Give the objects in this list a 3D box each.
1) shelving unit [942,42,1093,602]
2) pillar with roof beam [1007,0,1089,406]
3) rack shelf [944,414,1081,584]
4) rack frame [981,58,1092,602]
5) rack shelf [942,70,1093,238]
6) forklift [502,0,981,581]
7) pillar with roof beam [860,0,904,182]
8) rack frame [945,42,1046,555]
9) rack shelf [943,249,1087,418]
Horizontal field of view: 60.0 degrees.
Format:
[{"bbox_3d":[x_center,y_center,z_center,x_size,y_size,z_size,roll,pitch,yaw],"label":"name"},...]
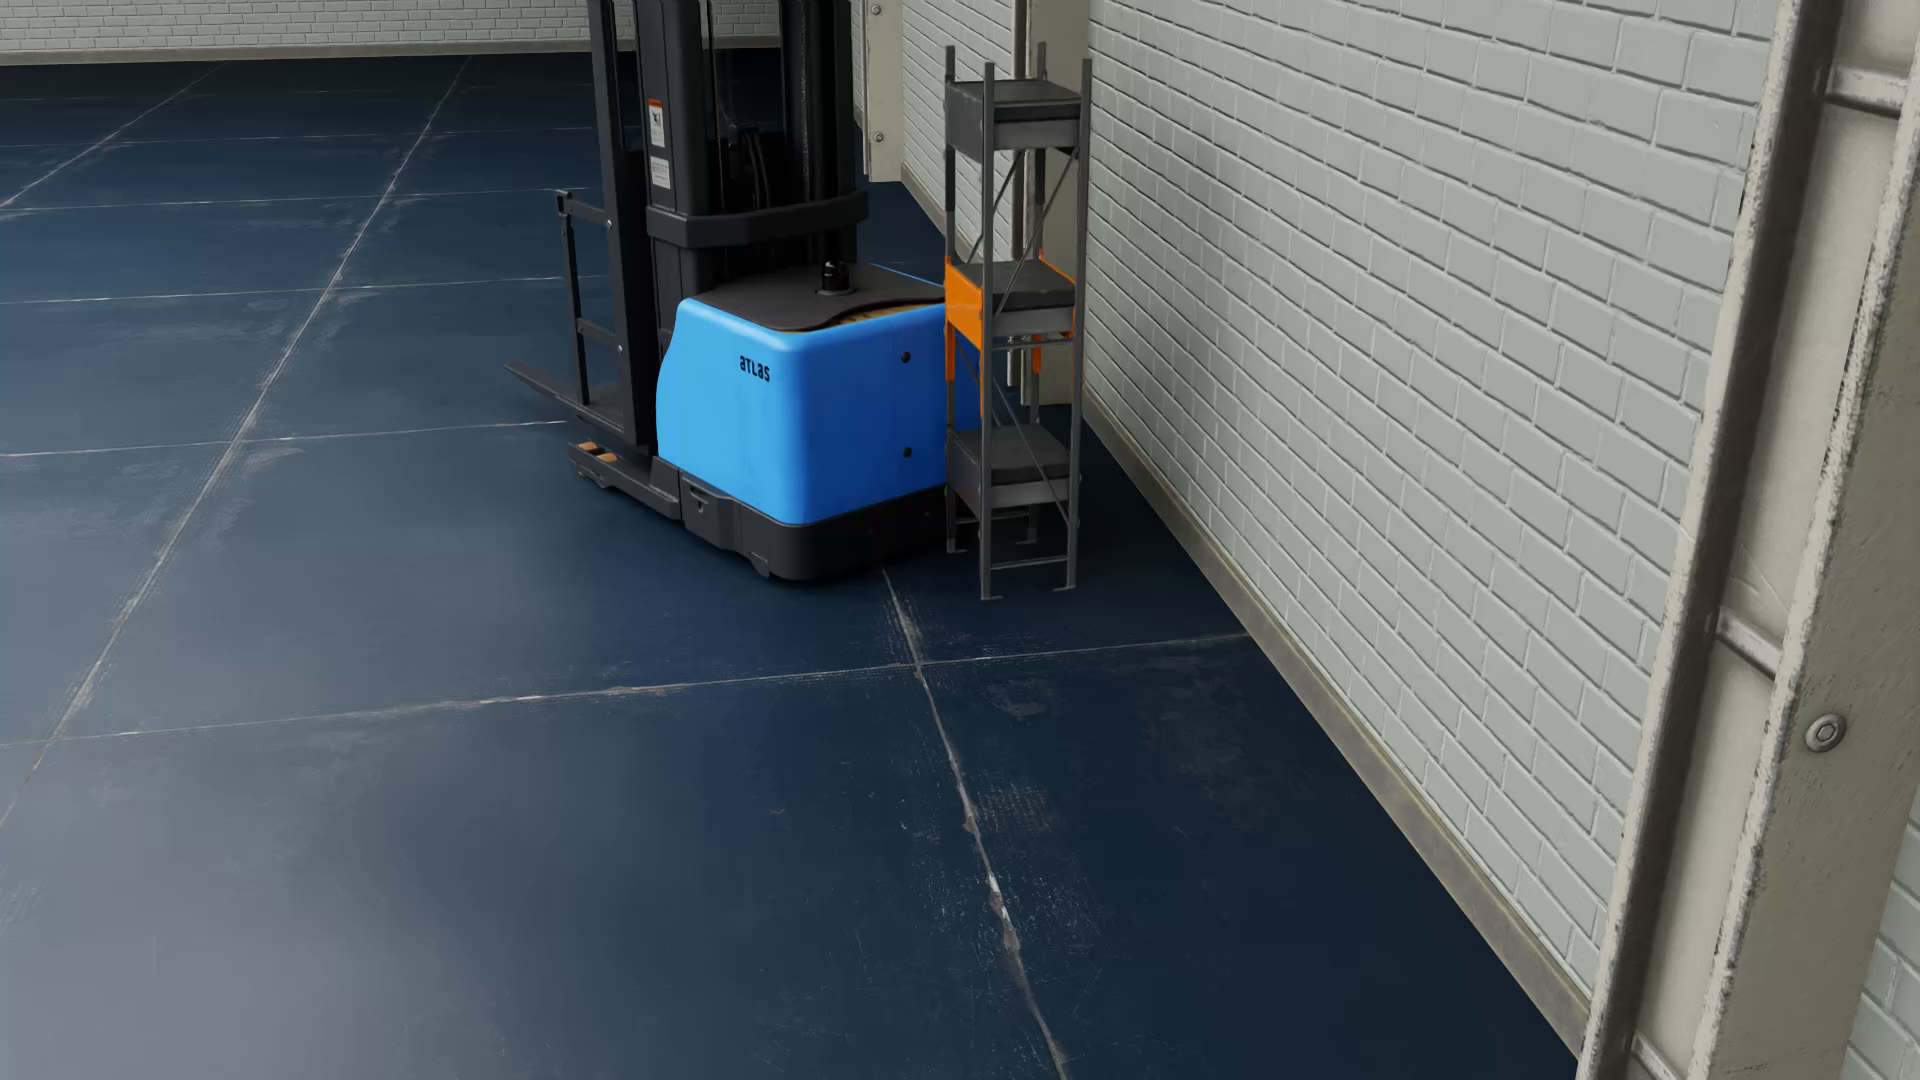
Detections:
[{"bbox_3d":[0.208,-0.832,6.532,0.431,2.100,0.503,-7,25,-15],"label":"shelving unit"},{"bbox_3d":[-3.780,-4.610,6.563,9.100,9.000,0.400,-4,24,-10],"label":"pillar with roof beam"},{"bbox_3d":[0.208,-0.178,6.818,0.431,0.518,0.480,-7,25,-15],"label":"rack shelf"},{"bbox_3d":[0.278,-0.739,6.318,0.400,2.100,0.015,-7,25,-15],"label":"rack frame"},{"bbox_3d":[0.208,-1.461,6.257,0.431,0.518,0.480,-7,25,-15],"label":"rack shelf"},{"bbox_3d":[-1.218,-1.697,7.472,1.130,2.935,3.031,-18,29,-36],"label":"forklift"},{"bbox_3d":[-4.890,-6.970,11.967,9.100,9.000,0.400,-4,24,-10],"label":"pillar with roof beam"},{"bbox_3d":[0.137,-0.926,6.746,0.400,2.100,0.015,-7,25,-15],"label":"rack frame"},{"bbox_3d":[0.208,-0.820,6.537,0.431,0.518,0.480,-7,25,-15],"label":"rack shelf"}]
